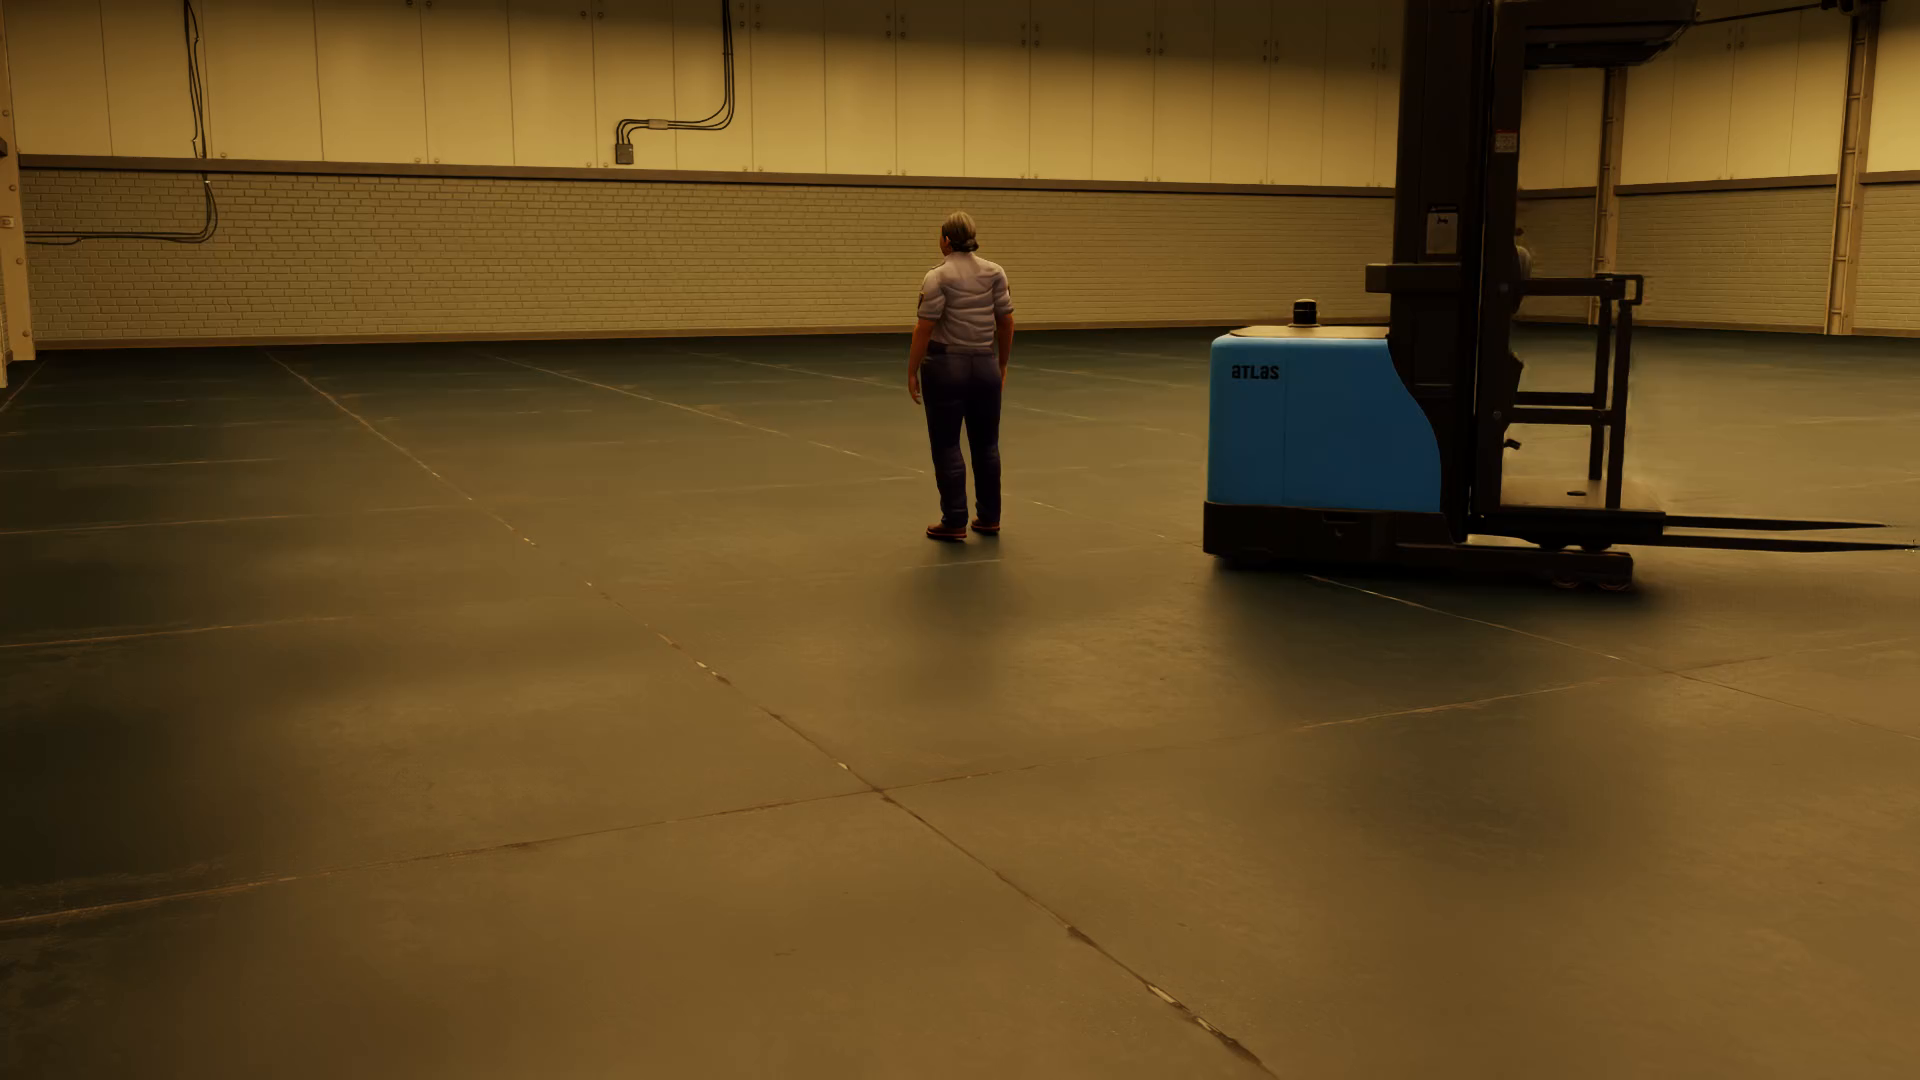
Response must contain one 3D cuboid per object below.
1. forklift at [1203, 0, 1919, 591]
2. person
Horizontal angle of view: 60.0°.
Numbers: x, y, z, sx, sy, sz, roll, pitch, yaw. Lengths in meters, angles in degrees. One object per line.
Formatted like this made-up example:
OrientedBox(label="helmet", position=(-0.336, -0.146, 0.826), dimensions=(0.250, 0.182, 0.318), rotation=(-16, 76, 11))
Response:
OrientedBox(label="forklift", position=(2.716, -1.321, 7.570), dimensions=(3.031, 2.935, 1.130), rotation=(3, 10, 16))
OrientedBox(label="person", position=(-0.019, -0.835, 8.510), dimensions=(0.599, 1.650, 0.503), rotation=(-5, 11, -26))
